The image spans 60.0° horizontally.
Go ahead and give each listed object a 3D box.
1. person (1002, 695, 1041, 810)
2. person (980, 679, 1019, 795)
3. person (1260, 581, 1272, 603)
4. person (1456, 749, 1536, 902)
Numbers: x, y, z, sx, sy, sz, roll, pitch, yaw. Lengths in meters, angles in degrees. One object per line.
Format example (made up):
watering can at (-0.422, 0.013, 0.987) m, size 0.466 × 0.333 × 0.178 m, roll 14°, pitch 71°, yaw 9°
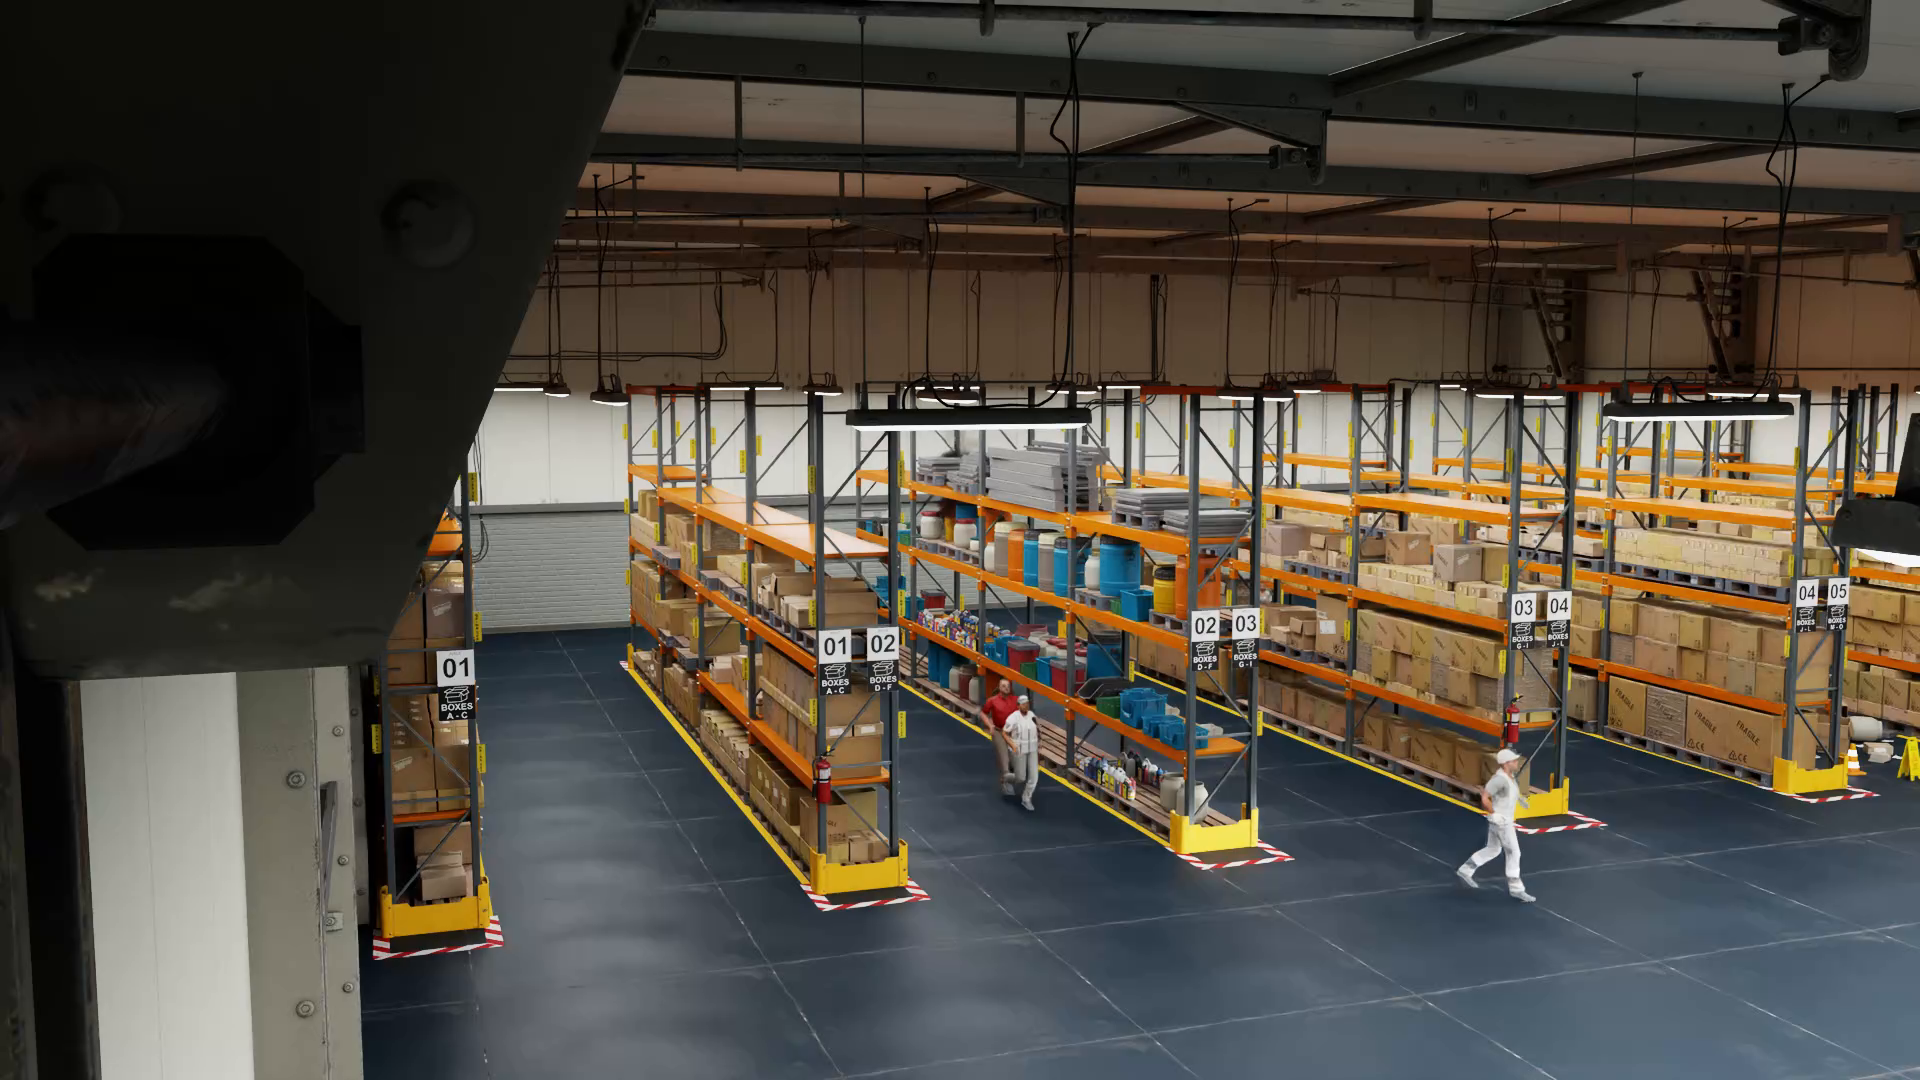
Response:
person at (0.904, 3.052, 24.106) m, size 0.614 × 1.639 × 0.662 m, roll -3°, pitch 7°, yaw -26°
person at (0.659, 2.920, 24.940) m, size 0.672 × 1.681 × 0.758 m, roll -2°, pitch 6°, yaw -17°
person at (6.750, 1.704, 37.154) m, size 0.549 × 1.620 × 0.828 m, roll -1°, pitch 6°, yaw -11°
person at (6.443, 3.370, 19.872) m, size 0.891 × 1.794 × 0.649 m, roll 2°, pitch 6°, yaw 19°
